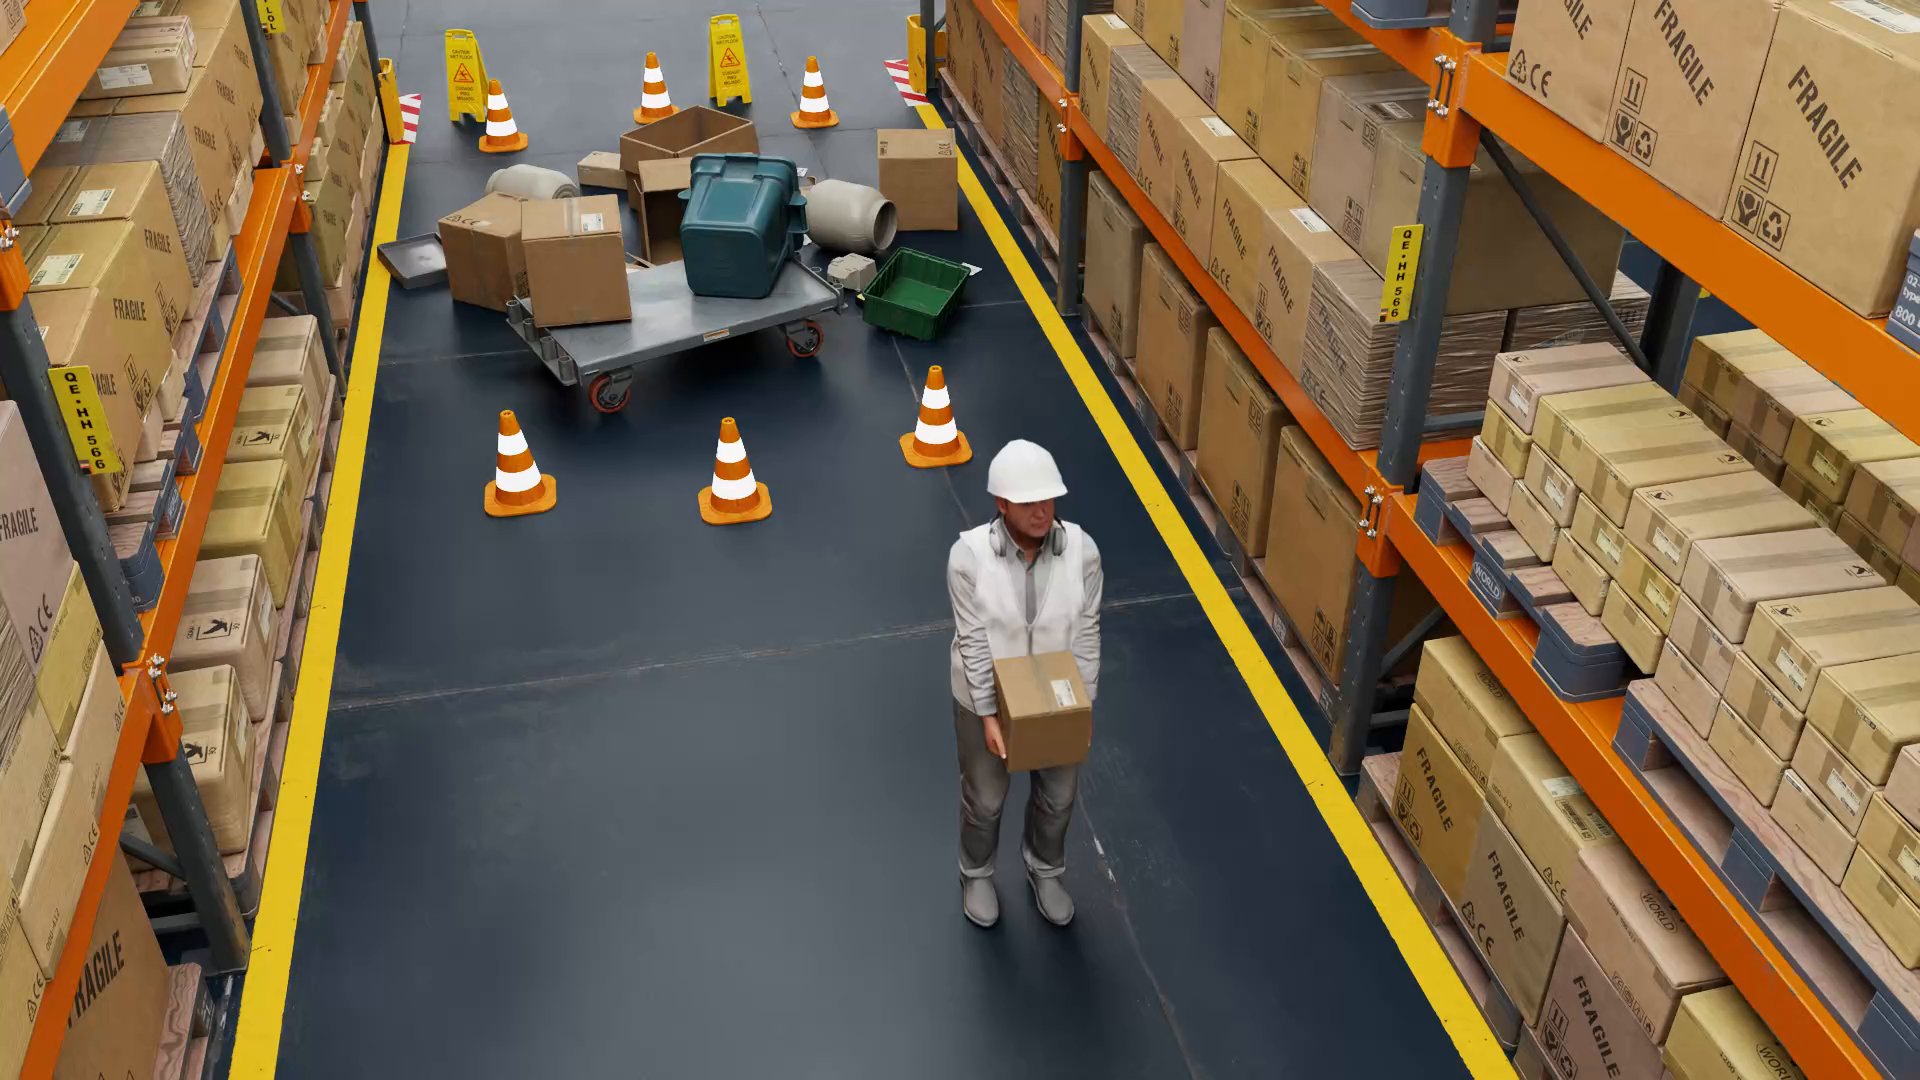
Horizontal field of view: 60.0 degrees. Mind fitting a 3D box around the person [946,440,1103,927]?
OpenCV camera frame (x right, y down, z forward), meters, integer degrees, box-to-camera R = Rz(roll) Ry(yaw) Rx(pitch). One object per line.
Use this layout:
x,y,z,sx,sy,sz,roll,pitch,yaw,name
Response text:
0.225,0.537,5.335,0.494,1.762,0.562,-7,35,-10,person
